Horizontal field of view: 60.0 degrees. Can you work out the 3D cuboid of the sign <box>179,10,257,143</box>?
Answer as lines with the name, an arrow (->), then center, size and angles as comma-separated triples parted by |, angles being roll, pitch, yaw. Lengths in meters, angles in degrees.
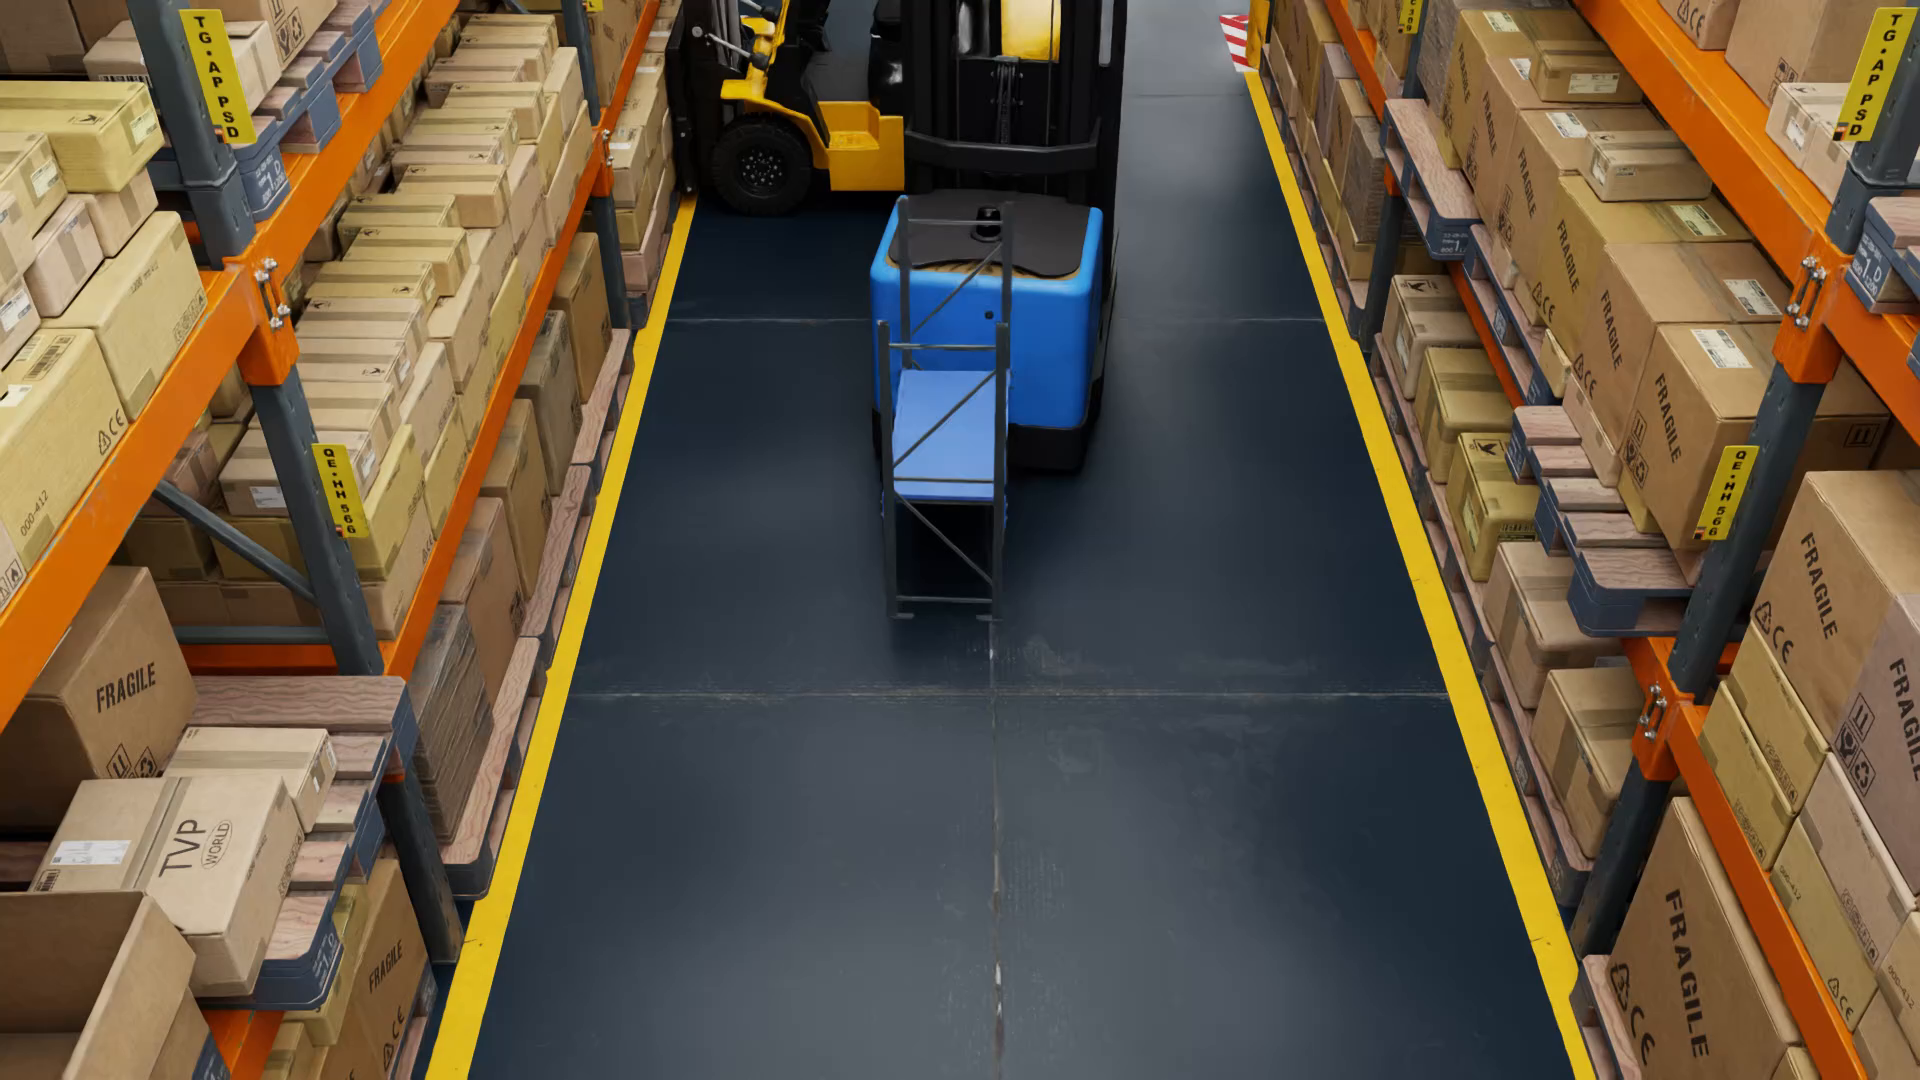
sign -> -1.735, -1.080, 3.886 | 0.100, 0.325, 0.005 | 0, 39, 0

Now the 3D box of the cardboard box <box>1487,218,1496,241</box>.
cardboard box -> 2.392, -1.287, 6.822 | 0.380, 0.149, 0.250 | 0, 39, 0

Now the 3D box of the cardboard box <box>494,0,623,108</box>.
cardboard box -> -2.021, -2.526, 8.424 | 0.500, 0.500, 0.500 | -1, 39, -1

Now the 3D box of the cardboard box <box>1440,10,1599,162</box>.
cardboard box -> 2.397, -1.928, 7.103 | 0.500, 0.500, 0.500 | 0, 39, 0

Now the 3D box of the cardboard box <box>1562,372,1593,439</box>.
cardboard box -> 2.341, -0.467, 5.800 | 0.380, 0.149, 0.250 | -2, 39, -2

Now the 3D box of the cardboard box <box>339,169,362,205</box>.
cardboard box -> -2.541, -1.328, 6.410 | 0.380, 0.149, 0.250 | 0, 39, 0

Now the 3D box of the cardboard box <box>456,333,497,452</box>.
cardboard box -> -2.037, -0.564, 6.175 | 0.500, 0.250, 0.500 | -1, 39, -2

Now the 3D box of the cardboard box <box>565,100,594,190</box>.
cardboard box -> -2.020, -1.836, 7.762 | 0.500, 0.250, 0.500 | 1, 39, 1

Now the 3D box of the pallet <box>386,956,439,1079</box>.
pallet -> -2.314, 1.847, 5.277 | 1.003, 0.211, 1.213 | 0, 39, 0

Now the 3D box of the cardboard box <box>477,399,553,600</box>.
cardboard box -> -2.274, -0.165, 7.120 | 0.875, 0.625, 0.625 | -2, 39, -2

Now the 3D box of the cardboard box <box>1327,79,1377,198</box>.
cardboard box -> 2.410, -2.287, 9.468 | 0.500, 0.500, 0.500 | 1, 39, 1

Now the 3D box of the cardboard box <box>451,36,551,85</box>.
cardboard box -> -2.041, -2.127, 7.407 | 0.380, 0.149, 0.250 | -1, 39, -1

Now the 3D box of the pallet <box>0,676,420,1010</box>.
pallet -> -2.206, 0.791, 4.518 | 1.213, 0.211, 1.003 | 0, 39, 0

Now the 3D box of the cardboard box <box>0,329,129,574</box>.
cardboard box -> -2.033, -0.185, 3.304 | 0.500, 0.250, 0.500 | 0, 39, 0

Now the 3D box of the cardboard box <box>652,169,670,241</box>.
cardboard box -> -1.967, -1.921, 9.611 | 0.500, 0.250, 0.500 | -1, 39, -1

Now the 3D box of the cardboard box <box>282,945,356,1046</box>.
cardboard box -> -1.992, 1.330, 4.837 | 0.380, 0.149, 0.250 | -2, 39, -2

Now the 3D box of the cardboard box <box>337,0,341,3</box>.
cardboard box -> -2.135, -1.889, 4.814 | 0.700, 0.500, 0.500 | -1, 39, -1

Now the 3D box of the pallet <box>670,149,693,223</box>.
pallet -> -2.245, -2.384, 10.556 | 1.003, 0.211, 1.213 | 0, 39, 0

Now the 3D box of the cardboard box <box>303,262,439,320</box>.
cardboard box -> -2.054, -0.848, 5.811 | 0.380, 0.149, 0.250 | 0, 39, 0

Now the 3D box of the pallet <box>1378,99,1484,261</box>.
pallet -> 2.537, -1.663, 7.579 | 1.003, 0.211, 1.213 | 0, 39, 0

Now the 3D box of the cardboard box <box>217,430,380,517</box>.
cardboard box -> -1.983, -0.200, 5.002 | 0.380, 0.149, 0.250 | 1, 39, 1

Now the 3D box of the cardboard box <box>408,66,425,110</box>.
cardboard box -> -2.549, -1.958, 7.196 | 0.380, 0.149, 0.250 | 0, 39, 0

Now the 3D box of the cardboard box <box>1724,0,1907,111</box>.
cardboard box -> 2.695, -1.516, 4.765 | 0.700, 0.500, 0.500 | 0, 39, 0

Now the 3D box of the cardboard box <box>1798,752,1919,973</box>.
cardboard box -> 2.440, 0.790, 4.086 | 0.500, 0.250, 0.500 | 1, 39, 1

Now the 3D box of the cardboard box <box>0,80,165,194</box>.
cardboard box -> -1.981, -0.877, 3.610 | 0.380, 0.149, 0.250 | 1, 39, 1

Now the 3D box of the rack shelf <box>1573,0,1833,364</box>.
rack shelf -> 2.684, -1.855, 5.842 | 1.077, 0.370, 4.000 | 0, 39, 0

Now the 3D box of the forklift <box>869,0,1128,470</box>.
forklift -> 0.294, -2.401, 8.402 | 1.130, 2.935, 3.031 | 5, 39, 6

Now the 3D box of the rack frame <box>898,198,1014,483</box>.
rack frame -> -0.019, -0.879, 7.647 | 0.500, 1.500, 0.032 | 2, 39, 2

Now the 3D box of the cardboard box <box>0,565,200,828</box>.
cardboard box -> -2.433, 0.411, 4.423 | 0.500, 0.500, 0.500 | 2, 39, 2

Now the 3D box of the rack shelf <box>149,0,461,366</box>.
rack shelf -> -2.280, -1.849, 5.835 | 1.077, 0.370, 4.000 | 0, 39, 0

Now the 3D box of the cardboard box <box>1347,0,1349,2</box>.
cardboard box -> 2.402, -3.114, 9.437 | 0.380, 0.149, 0.250 | -1, 39, -1

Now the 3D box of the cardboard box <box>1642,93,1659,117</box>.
cardboard box -> 2.908, -1.613, 6.710 | 0.500, 0.500, 0.500 | 1, 39, 1

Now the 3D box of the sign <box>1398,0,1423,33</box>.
sign -> 2.139, -2.548, 7.839 | 0.100, 0.325, 0.005 | 0, 39, 0

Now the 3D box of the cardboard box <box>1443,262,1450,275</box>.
cardboard box -> 2.951, -1.676, 9.305 | 0.500, 0.250, 0.500 | -2, 39, -2

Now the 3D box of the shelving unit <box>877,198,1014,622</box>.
shelving unit -> -0.043, -0.561, 7.251 | 0.538, 1.500, 1.048 | 2, 39, 2

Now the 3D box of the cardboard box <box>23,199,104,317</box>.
cardboard box -> -2.055, -0.592, 3.493 | 0.380, 0.149, 0.250 | -1, 39, -1

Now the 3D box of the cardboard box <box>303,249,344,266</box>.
cardboard box -> -2.549, -1.073, 6.410 | 0.500, 0.250, 0.500 | -1, 39, -1

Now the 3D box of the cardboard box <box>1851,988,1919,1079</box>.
cardboard box -> 2.448, 1.300, 3.849 | 0.500, 0.250, 0.500 | 1, 39, 1

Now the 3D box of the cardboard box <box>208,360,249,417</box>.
cardboard box -> -2.531, -0.529, 5.413 | 0.380, 0.149, 0.250 | 0, 39, 0

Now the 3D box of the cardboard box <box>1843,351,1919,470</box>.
cardboard box -> 2.917, -0.315, 5.090 | 0.500, 0.500, 0.500 | -1, 39, -1

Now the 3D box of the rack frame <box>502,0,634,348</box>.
rack frame -> -2.282, -2.210, 8.109 | 1.000, 3.000, 0.127 | 0, 39, 0

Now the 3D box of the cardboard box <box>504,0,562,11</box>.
cardboard box -> -2.019, -2.701, 8.123 | 0.380, 0.149, 0.250 | -1, 39, -1

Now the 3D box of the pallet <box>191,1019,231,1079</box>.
pallet -> -2.270, 1.583, 3.530 | 1.003, 0.211, 1.213 | 0, 39, 0

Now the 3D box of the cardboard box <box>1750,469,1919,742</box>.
cardboard box -> 2.442, 0.165, 4.265 | 0.500, 0.500, 0.500 | -1, 39, -2

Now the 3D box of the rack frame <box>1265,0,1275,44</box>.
rack frame -> 2.677, -4.717, 11.237 | 1.000, 3.000, 0.127 | 0, 39, 0

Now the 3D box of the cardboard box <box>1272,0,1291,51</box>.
cardboard box -> 2.402, -3.581, 11.083 | 0.500, 0.500, 0.500 | -1, 39, -2

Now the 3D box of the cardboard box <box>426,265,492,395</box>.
cardboard box -> -2.015, -0.763, 6.023 | 0.500, 0.250, 0.500 | -1, 39, -1

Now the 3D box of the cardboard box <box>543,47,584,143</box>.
cardboard box -> -2.026, -2.039, 7.616 | 0.500, 0.250, 0.500 | -1, 39, -1

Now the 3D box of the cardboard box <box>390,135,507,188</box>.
cardboard box -> -2.028, -1.489, 6.611 | 0.380, 0.149, 0.250 | 0, 39, 0

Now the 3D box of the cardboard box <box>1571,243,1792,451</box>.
cardboard box -> 2.396, -0.640, 5.497 | 0.500, 0.500, 0.500 | -1, 39, -1

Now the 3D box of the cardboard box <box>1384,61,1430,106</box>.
cardboard box -> 2.377, -2.318, 8.445 | 0.380, 0.149, 0.250 | 0, 39, -1

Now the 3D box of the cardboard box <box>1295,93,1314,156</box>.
cardboard box -> 2.408, -2.643, 10.512 | 0.500, 0.250, 0.500 | 2, 39, 3

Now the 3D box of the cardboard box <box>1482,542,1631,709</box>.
cardboard box -> 2.687, 0.333, 6.702 | 0.950, 0.372, 0.625 | -1, 39, -1

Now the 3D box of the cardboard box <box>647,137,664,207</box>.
cardboard box -> -1.976, -2.113, 9.452 | 0.500, 0.250, 0.500 | 0, 39, 0

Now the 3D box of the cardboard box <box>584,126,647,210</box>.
cardboard box -> -1.969, -1.993, 8.902 | 0.500, 0.250, 0.500 | -1, 39, -1

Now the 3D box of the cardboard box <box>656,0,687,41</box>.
cardboard box -> -1.957, -3.269, 10.495 | 0.500, 0.250, 0.500 | 0, 39, 1
